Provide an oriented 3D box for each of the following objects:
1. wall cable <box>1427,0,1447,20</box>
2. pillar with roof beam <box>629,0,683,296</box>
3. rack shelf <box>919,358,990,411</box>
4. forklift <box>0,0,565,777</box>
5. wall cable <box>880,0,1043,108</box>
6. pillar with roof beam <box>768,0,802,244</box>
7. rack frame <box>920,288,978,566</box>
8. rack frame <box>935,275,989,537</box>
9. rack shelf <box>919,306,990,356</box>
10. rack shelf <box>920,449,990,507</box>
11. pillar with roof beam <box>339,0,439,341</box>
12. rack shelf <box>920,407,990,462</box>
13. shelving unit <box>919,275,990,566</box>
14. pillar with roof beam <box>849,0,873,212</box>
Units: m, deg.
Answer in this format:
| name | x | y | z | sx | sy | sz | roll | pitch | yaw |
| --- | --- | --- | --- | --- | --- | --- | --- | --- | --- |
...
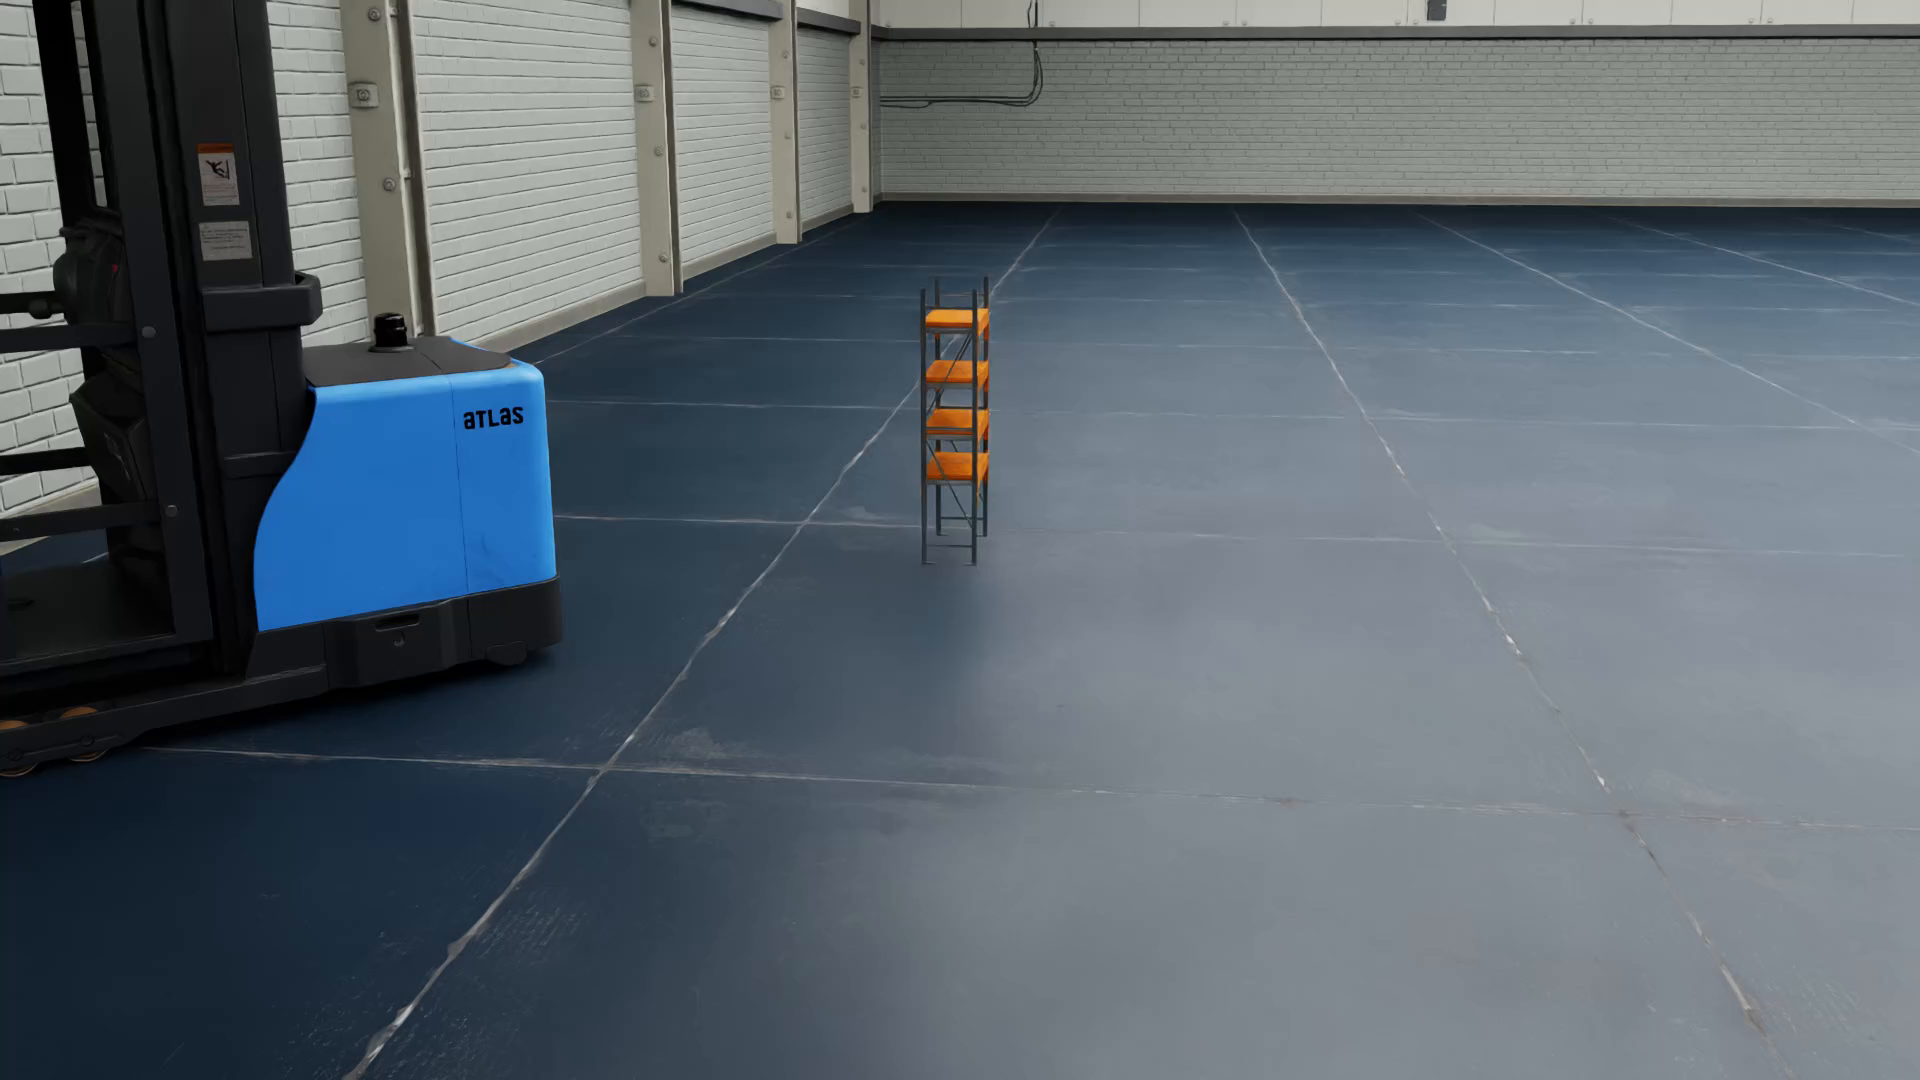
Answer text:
| name | x | y | z | sx | sy | sz | roll | pitch | yaw |
| --- | --- | --- | --- | --- | --- | --- | --- | --- | --- |
| wall cable | 9.408 | -12.050 | 28.471 | 2.305 | 6.003 | 0.169 | 2 | 15 | 6 |
| pillar with roof beam | 1.255 | -6.728 | 15.304 | 9.100 | 9.000 | 0.400 | 2 | 15 | 6 |
| rack shelf | -0.019 | -0.687 | 7.306 | 0.258 | 0.148 | 0.480 | 2 | 15 | 6 |
| forklift | -2.932 | -0.856 | 5.212 | 3.031 | 2.935 | 1.130 | -11 | 19 | -35 |
| wall cable | -0.023 | -9.193 | 30.370 | 3.097 | 2.526 | 0.112 | 2 | 15 | 6 |
| pillar with roof beam | 1.932 | -8.284 | 21.059 | 9.100 | 9.000 | 0.400 | 2 | 15 | 6 |
| rack frame | -0.046 | -0.473 | 7.113 | 0.240 | 1.200 | 0.015 | 2 | 15 | 6 |
| rack frame | 0.009 | -0.600 | 7.581 | 0.240 | 1.200 | 0.015 | 2 | 15 | 6 |
| rack shelf | -0.019 | -0.916 | 7.244 | 0.258 | 0.148 | 0.480 | 2 | 15 | 6 |
| rack shelf | -0.019 | -0.280 | 7.416 | 0.258 | 0.148 | 0.480 | 2 | 15 | 6 |
| pillar with roof beam | 0.578 | -5.172 | 9.549 | 9.100 | 9.000 | 0.400 | 2 | 15 | 6 |
| rack shelf | -0.019 | -0.471 | 7.364 | 0.258 | 0.148 | 0.480 | 2 | 15 | 6 |
| shelving unit | -0.019 | -0.536 | 7.347 | 0.258 | 1.200 | 0.503 | 2 | 15 | 6 |
| pillar with roof beam | 2.609 | -9.840 | 26.814 | 9.100 | 9.000 | 0.400 | 2 | 15 | 6 |
